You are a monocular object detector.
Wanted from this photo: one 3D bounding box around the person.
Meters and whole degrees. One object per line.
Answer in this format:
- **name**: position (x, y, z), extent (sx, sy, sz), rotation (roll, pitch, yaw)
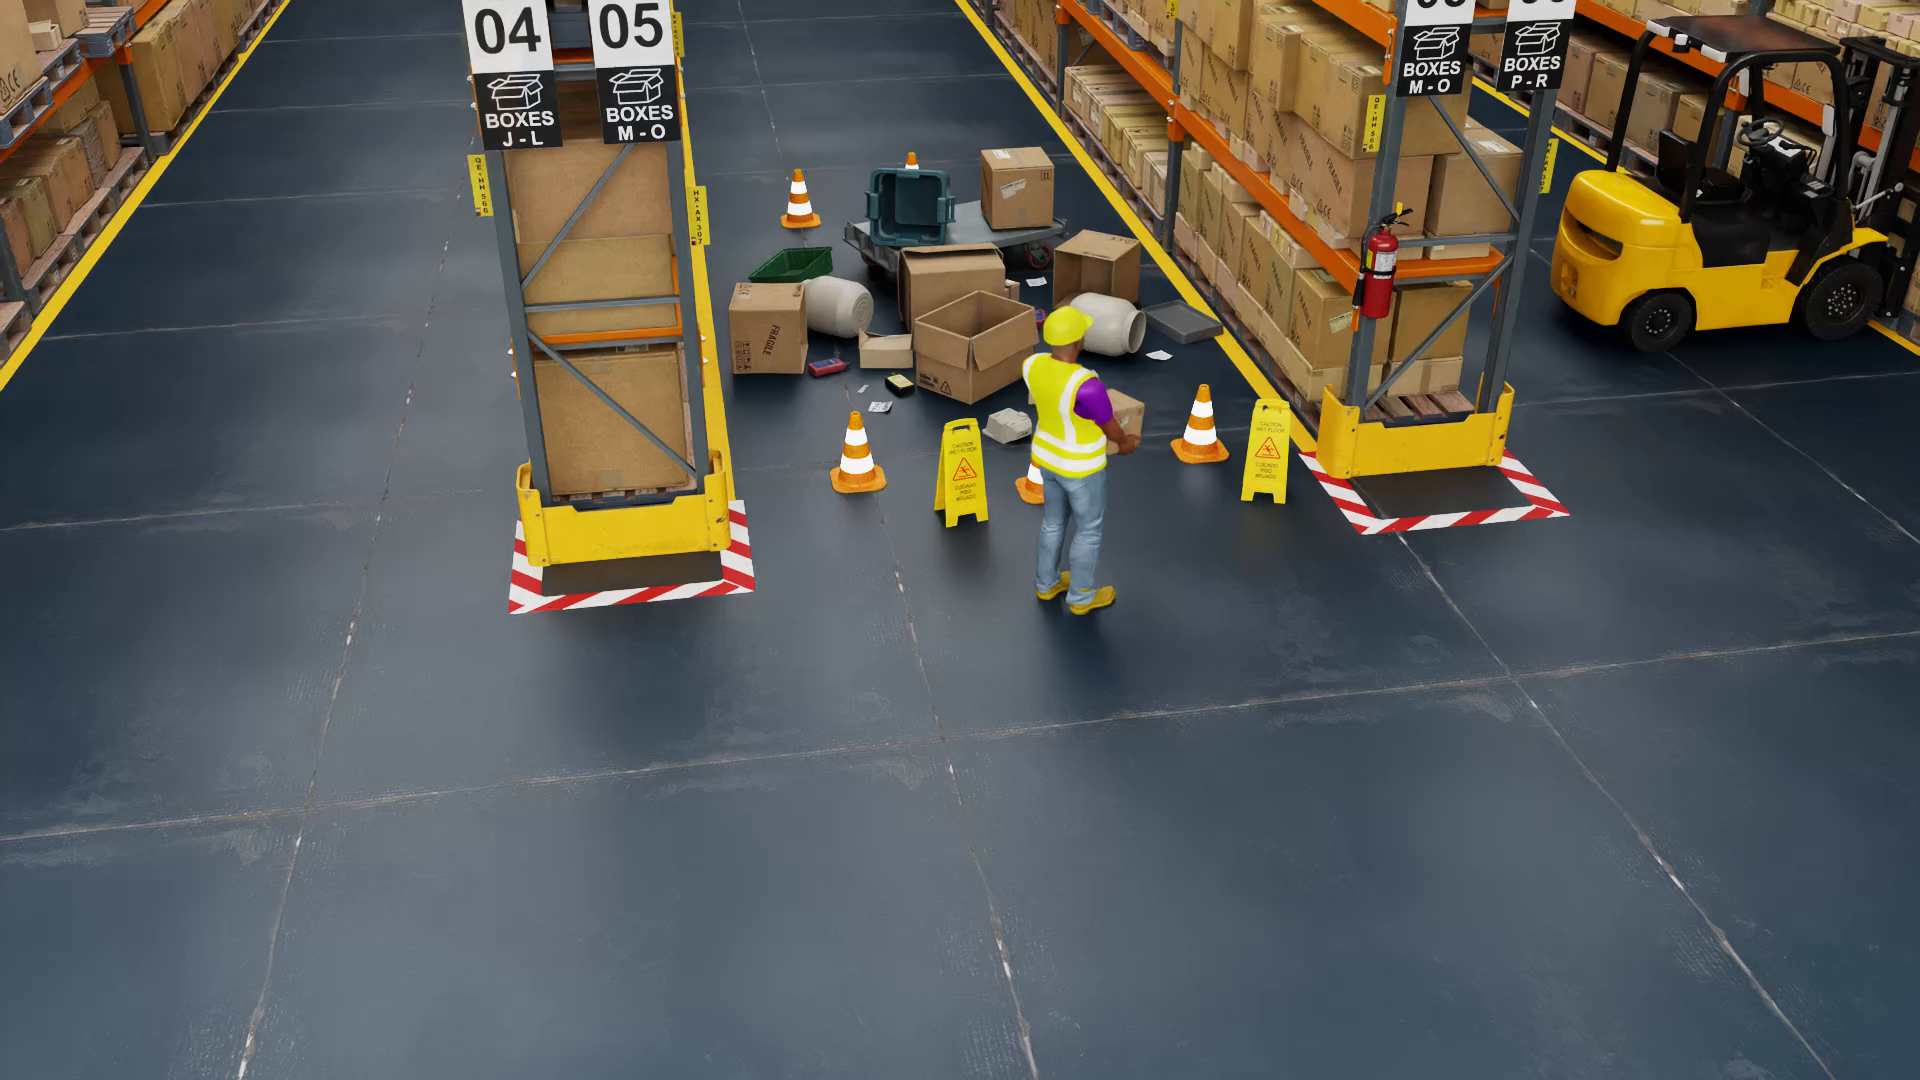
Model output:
- **person**: position (0.655, -0.453, 8.884), extent (0.578, 1.765, 0.514), rotation (-23, 38, -34)
